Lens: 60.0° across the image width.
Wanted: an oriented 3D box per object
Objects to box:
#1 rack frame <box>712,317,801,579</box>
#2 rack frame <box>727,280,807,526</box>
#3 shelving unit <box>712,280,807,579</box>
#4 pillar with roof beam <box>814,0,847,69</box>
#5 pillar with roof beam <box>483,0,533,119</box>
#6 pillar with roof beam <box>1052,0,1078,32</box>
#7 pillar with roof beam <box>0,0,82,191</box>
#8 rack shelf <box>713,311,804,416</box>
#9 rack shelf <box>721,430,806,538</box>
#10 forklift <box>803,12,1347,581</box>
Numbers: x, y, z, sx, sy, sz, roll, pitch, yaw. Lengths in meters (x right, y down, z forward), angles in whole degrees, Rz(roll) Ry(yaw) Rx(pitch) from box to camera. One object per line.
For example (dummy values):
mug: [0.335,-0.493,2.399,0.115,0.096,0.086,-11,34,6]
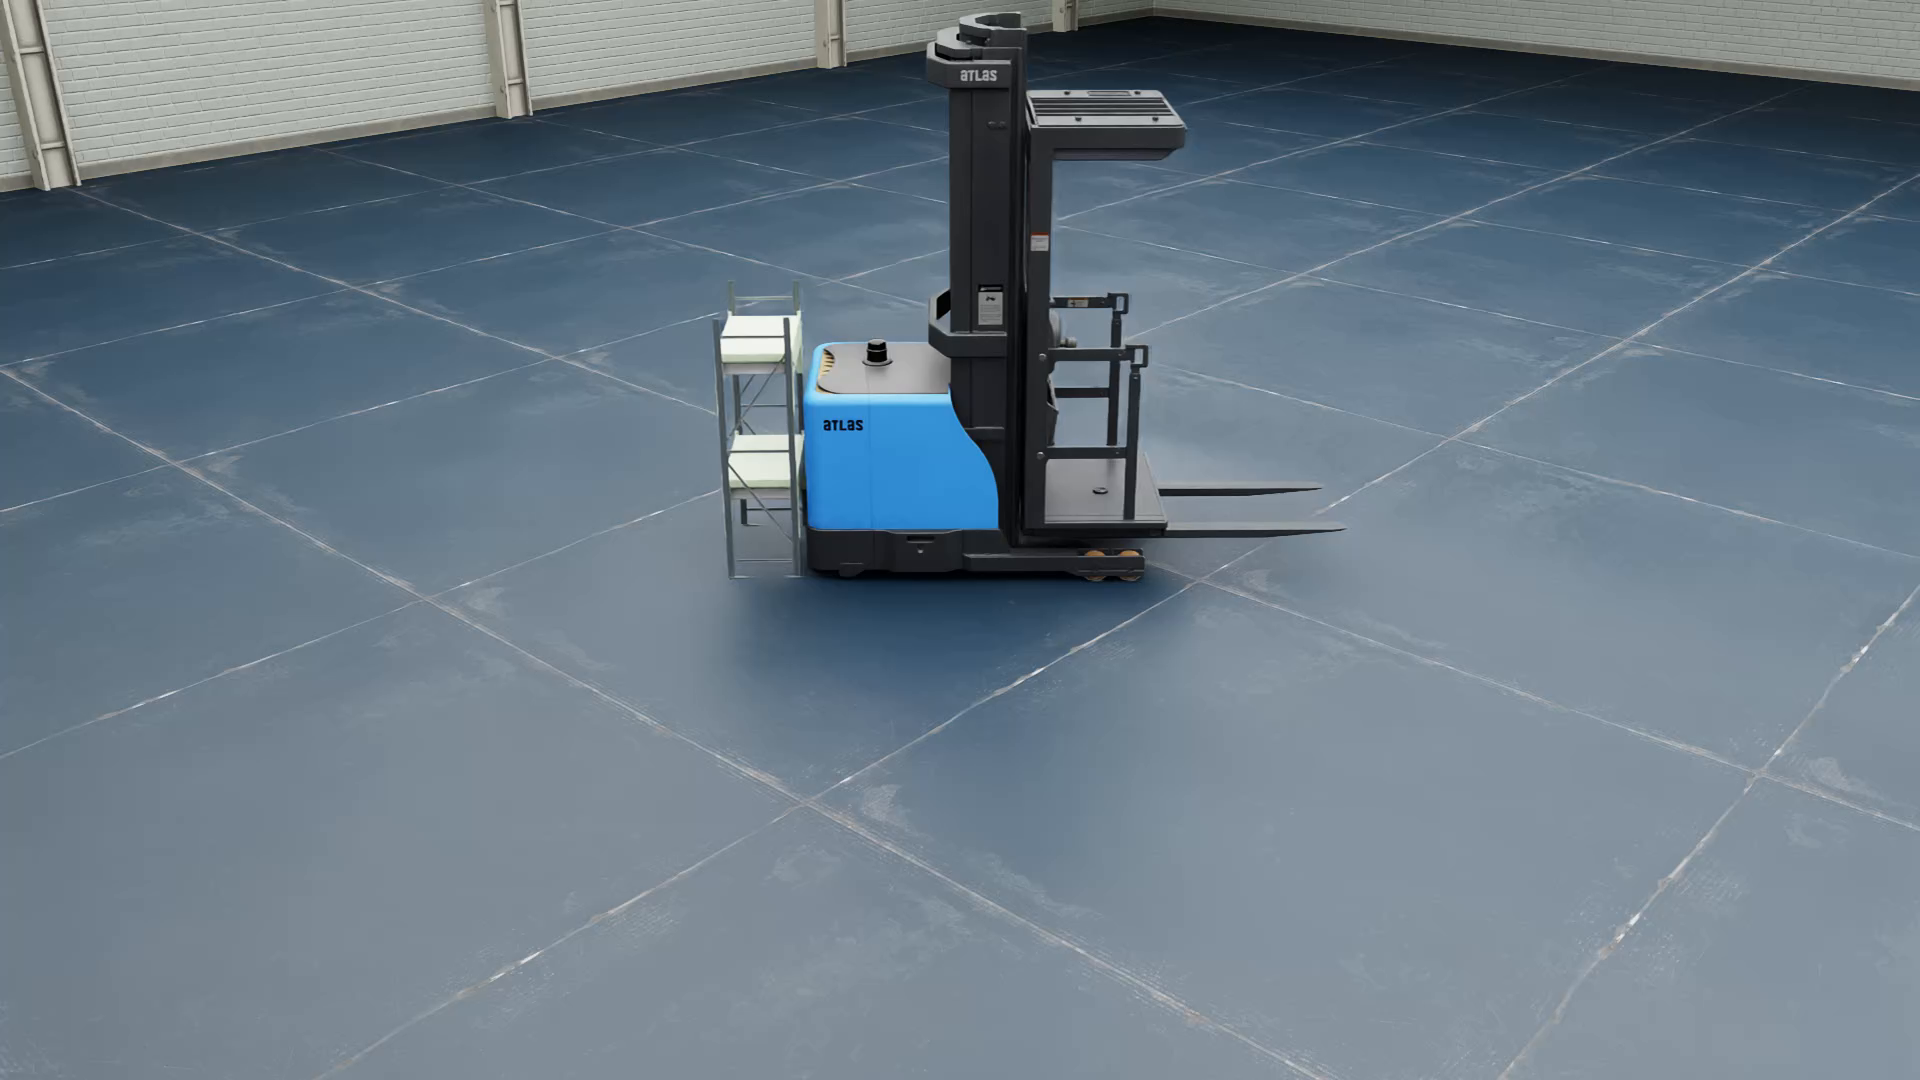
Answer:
rack frame: [-1.089,-0.474,8.973,0.400,1.500,0.023,-1,24,-1]
rack frame: [-1.106,-0.773,9.641,0.400,1.500,0.023,-1,24,-1]
shelving unit: [-1.097,-0.623,9.307,0.431,1.500,0.755,-1,24,-1]
pillar with roof beam: [1.140,-10.542,22.263,9.100,9.000,0.400,20,31,38]
pillar with roof beam: [-2.864,-8.714,18.186,9.100,9.000,0.400,20,31,38]
pillar with roof beam: [5.145,-12.370,26.340,9.100,9.000,0.400,20,31,38]
pillar with roof beam: [-6.869,-6.886,14.109,9.100,9.000,0.400,20,31,38]
rack shelf: [-1.097,-0.980,9.148,0.431,0.370,0.720,-1,24,-1]
rack shelf: [-1.097,-0.326,9.441,0.431,0.370,0.720,-1,24,-1]
forklift: [0.656,-1.326,9.125,3.031,2.935,1.130,0,24,-1]
